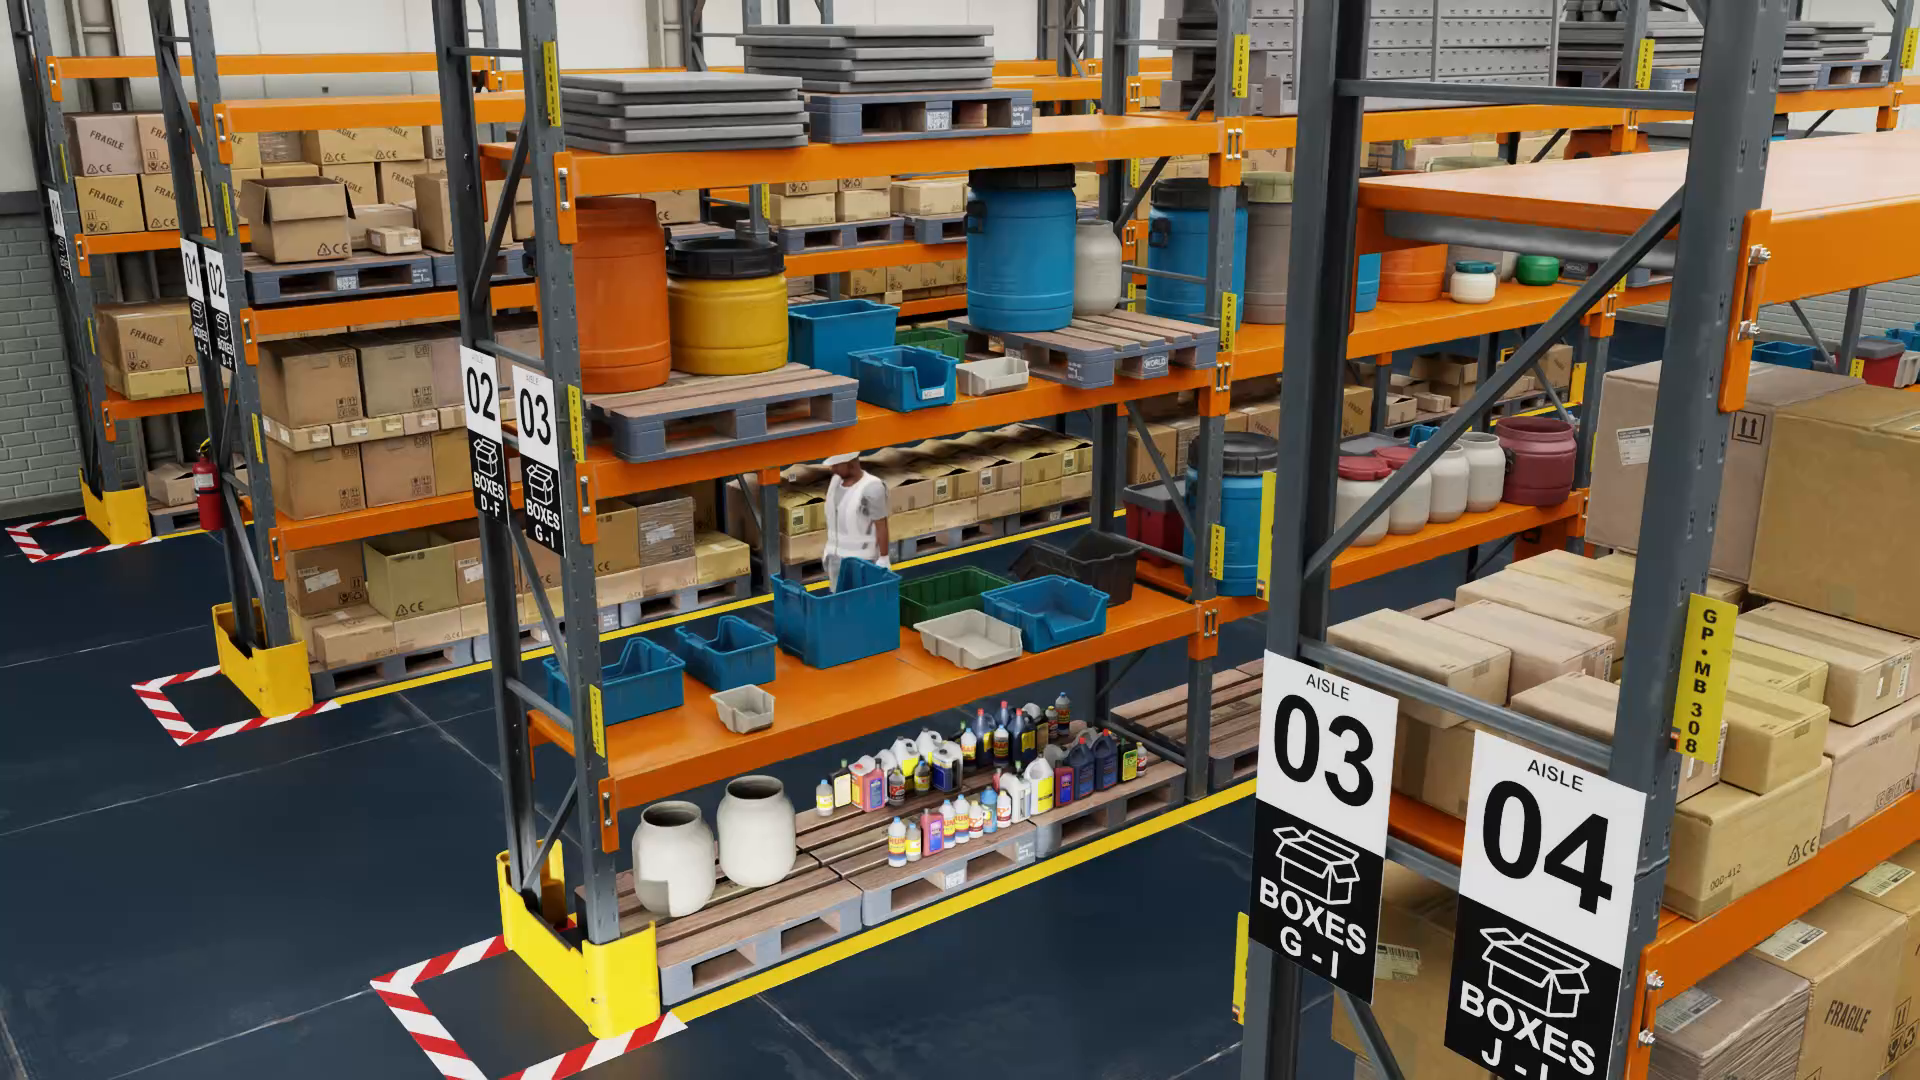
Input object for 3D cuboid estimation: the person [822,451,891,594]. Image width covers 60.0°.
[{"bbox_3d":[-0.811,0.166,12.019,0.450,1.837,0.602,-15,23,-40],"label":"person"}]
